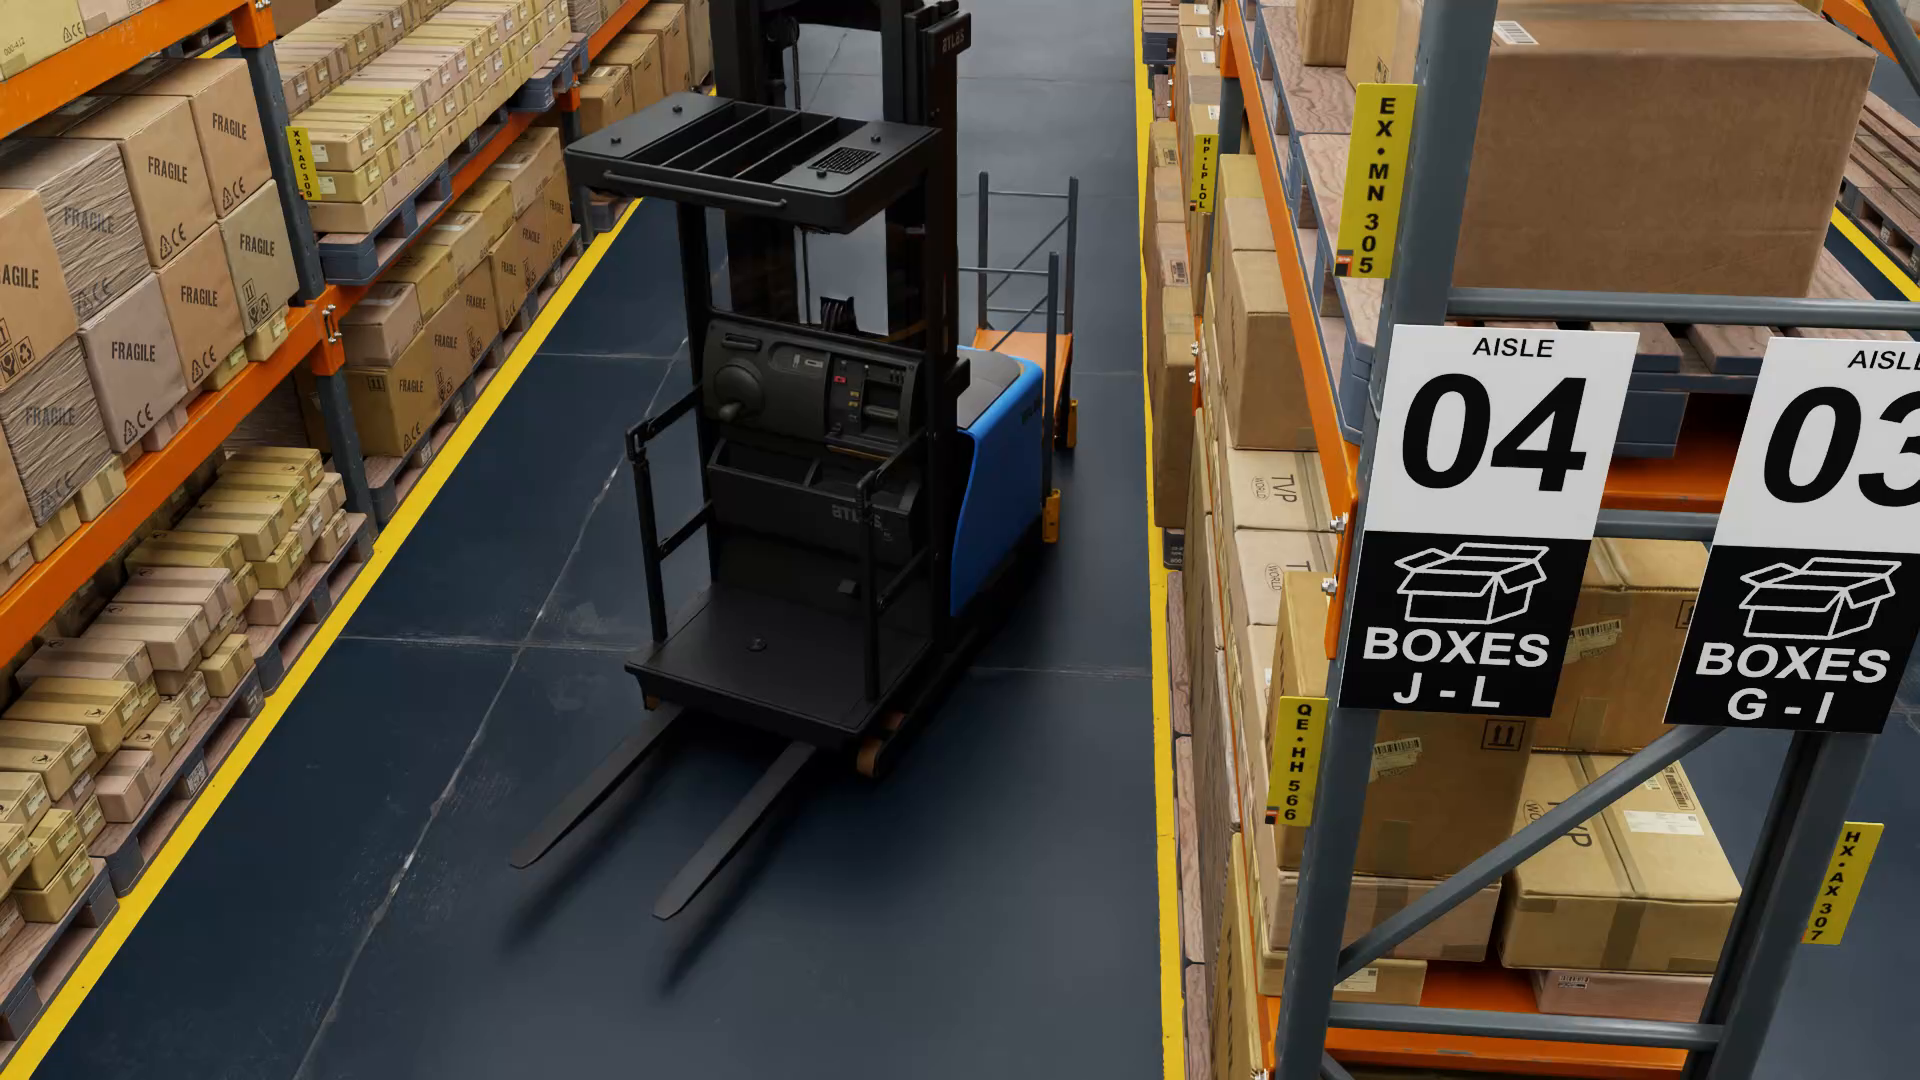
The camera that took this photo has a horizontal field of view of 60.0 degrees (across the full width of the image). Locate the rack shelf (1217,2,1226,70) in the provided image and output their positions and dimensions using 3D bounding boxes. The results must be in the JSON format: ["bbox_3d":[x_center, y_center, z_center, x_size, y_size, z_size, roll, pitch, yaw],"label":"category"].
[{"bbox_3d":[1.705,-3.036,8.145,1.077,0.370,4.000,2,32,4],"label":"rack shelf"}]

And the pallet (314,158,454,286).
[{"bbox_3d":[-3.186,-1.596,8.164,1.003,0.211,1.213,2,32,4],"label":"pallet"}]

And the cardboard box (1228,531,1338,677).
[{"bbox_3d":[1.074,0.213,4.905,0.500,0.250,0.500,1,32,2],"label":"cardboard box"}]

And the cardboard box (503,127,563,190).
[{"bbox_3d":[-2.862,-2.441,10.620,0.500,0.250,0.500,2,32,3],"label":"cardboard box"}]

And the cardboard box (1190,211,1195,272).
[{"bbox_3d":[1.355,-1.577,7.855,0.500,0.500,0.500,3,32,6],"label":"cardboard box"}]

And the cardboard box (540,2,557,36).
[{"bbox_3d":[-2.674,-3.157,10.070,0.380,0.149,0.250,4,32,6],"label":"cardboard box"}]

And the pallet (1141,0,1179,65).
[{"bbox_3d":[1.820,-3.407,11.102,1.213,0.211,1.003,2,32,4],"label":"pallet"}]

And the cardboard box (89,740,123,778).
[{"bbox_3d":[-3.373,0.764,6.185,0.380,0.149,0.250,4,32,7],"label":"cardboard box"}]

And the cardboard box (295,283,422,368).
[{"bbox_3d":[-3.070,-1.094,8.433,0.500,0.250,0.500,1,32,2],"label":"cardboard box"}]

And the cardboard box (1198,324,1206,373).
[{"bbox_3d":[1.186,-0.772,6.884,0.380,0.149,0.250,3,32,4],"label":"cardboard box"}]

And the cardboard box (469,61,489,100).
[{"bbox_3d":[-2.777,-2.487,8.983,0.380,0.149,0.250,2,32,3],"label":"cardboard box"}]

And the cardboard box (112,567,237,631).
[{"bbox_3d":[-3.186,0.238,6.755,0.380,0.149,0.250,1,32,2],"label":"cardboard box"}]

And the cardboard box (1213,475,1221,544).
[{"bbox_3d":[1.081,-0.095,5.784,0.380,0.149,0.250,3,32,5],"label":"cardboard box"}]

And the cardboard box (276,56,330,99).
[{"bbox_3d":[-3.466,-2.369,8.507,0.380,0.149,0.250,1,32,2],"label":"cardboard box"}]

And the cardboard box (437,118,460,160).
[{"bbox_3d":[-2.820,-2.083,8.610,0.380,0.149,0.250,1,32,2],"label":"cardboard box"}]

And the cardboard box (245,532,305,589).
[{"bbox_3d":[-3.116,0.085,7.287,0.380,0.149,0.250,1,32,2],"label":"cardboard box"}]

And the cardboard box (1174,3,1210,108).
[{"bbox_3d":[1.557,-2.912,10.020,0.500,0.500,0.500,3,32,5],"label":"cardboard box"}]

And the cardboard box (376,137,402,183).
[{"bbox_3d":[-2.884,-1.805,7.875,0.380,0.149,0.250,2,32,3],"label":"cardboard box"}]

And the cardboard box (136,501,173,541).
[{"bbox_3d":[-3.681,-0.056,7.231,0.380,0.149,0.250,2,32,3],"label":"cardboard box"}]

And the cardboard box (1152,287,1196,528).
[{"bbox_3d":[1.574,-0.630,8.038,1.225,0.875,0.875,3,32,4],"label":"cardboard box"}]

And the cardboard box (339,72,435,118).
[{"bbox_3d":[-2.840,-2.206,8.243,0.380,0.149,0.250,2,32,3],"label":"cardboard box"}]

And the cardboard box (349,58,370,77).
[{"bbox_3d":[-3.429,-2.516,9.029,0.380,0.149,0.250,4,32,6],"label":"cardboard box"}]

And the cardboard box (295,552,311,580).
[{"bbox_3d":[-3.190,0.102,7.542,0.380,0.149,0.250,3,32,5],"label":"cardboard box"}]

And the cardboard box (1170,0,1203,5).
[{"bbox_3d":[1.818,-3.913,11.245,0.700,0.500,0.500,7,32,11],"label":"cardboard box"}]

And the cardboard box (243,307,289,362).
[{"bbox_3d":[-3.096,-0.879,7.057,0.380,0.149,0.250,2,32,3],"label":"cardboard box"}]

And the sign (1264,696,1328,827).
[{"bbox_3d":[0.677,0.448,3.335,0.100,0.325,0.005,2,32,4],"label":"sign"}]

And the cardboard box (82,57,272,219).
[{"bbox_3d":[-3.162,-1.622,6.691,0.500,0.500,0.500,1,32,2],"label":"cardboard box"}]

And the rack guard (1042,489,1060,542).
[{"bbox_3d":[0.198,-0.140,8.240,0.587,0.250,0.087,4,32,7],"label":"rack guard"}]

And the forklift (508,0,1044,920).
[{"bbox_3d":[-0.682,-0.548,6.346,1.130,2.935,3.031,14,34,21],"label":"forklift"}]

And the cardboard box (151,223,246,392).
[{"bbox_3d":[-3.194,-0.917,6.501,0.500,0.500,0.500,2,32,3],"label":"cardboard box"}]

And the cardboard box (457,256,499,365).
[{"bbox_3d":[-2.998,-1.326,9.524,0.500,0.500,0.500,3,32,5],"label":"cardboard box"}]

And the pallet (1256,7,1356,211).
[{"bbox_3d":[1.363,-1.196,4.556,1.003,0.211,1.213,2,32,4],"label":"pallet"}]

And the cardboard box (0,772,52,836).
[{"bbox_3d":[-3.349,0.920,5.647,0.380,0.149,0.250,1,32,2],"label":"cardboard box"}]

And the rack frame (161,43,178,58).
[{"bbox_3d":[-7.684,-5.626,14.521,1.000,3.000,0.127,2,32,4],"label":"rack frame"}]

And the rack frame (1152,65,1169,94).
[{"bbox_3d":[2.193,-5.203,13.834,1.000,3.000,0.127,2,32,4],"label":"rack frame"}]

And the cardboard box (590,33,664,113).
[{"bbox_3d":[-2.861,-3.369,12.602,1.050,0.750,0.750,3,32,5],"label":"cardboard box"}]

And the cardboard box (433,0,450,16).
[{"bbox_3d":[-3.327,-3.189,10.121,0.380,0.149,0.250,4,32,6],"label":"cardboard box"}]

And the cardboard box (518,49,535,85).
[{"bbox_3d":[-2.716,-2.776,9.735,0.380,0.149,0.250,2,32,3],"label":"cardboard box"}]

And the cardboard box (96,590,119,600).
[{"bbox_3d":[-3.682,0.206,7.091,0.380,0.149,0.250,1,32,1],"label":"cardboard box"}]

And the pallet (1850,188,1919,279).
[{"bbox_3d":[6.906,-2.116,11.483,1.003,0.211,1.213,2,32,4],"label":"pallet"}]

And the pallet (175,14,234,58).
[{"bbox_3d":[-7.664,-4.792,15.825,1.003,0.211,1.213,2,32,4],"label":"pallet"}]

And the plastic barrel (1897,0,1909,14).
[{"bbox_3d":[6.738,-3.949,11.669,0.433,0.535,0.433,0,32,0],"label":"plastic barrel"}]

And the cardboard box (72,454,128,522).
[{"bbox_3d":[-3.239,-0.198,5.951,0.380,0.149,0.250,3,32,5],"label":"cardboard box"}]

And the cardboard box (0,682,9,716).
[{"bbox_3d":[-3.774,0.623,6.131,0.380,0.149,0.250,1,32,2],"label":"cardboard box"}]

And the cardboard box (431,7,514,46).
[{"bbox_3d":[-2.738,-2.892,9.355,0.380,0.149,0.250,2,32,4],"label":"cardboard box"}]

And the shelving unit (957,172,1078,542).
[{"bbox_3d":[0.270,-0.931,8.331,0.587,1.500,1.083,4,32,7],"label":"shelving unit"}]

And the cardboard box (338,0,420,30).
[{"bbox_3d":[-3.364,-3.061,9.630,0.380,0.149,0.250,1,32,2],"label":"cardboard box"}]

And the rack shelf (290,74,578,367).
[{"bbox_3d":[-3.230,-2.024,9.361,1.077,0.370,4.000,2,32,4],"label":"rack shelf"}]

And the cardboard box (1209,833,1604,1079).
[{"bbox_3d":[1.189,1.459,4.648,0.875,0.875,0.875,2,32,4],"label":"cardboard box"}]

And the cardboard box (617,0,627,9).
[{"bbox_3d":[-2.682,-4.172,12.065,0.500,0.500,0.500,2,32,4],"label":"cardboard box"}]

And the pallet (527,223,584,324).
[{"bbox_3d":[-3.133,-1.781,10.938,1.003,0.211,1.213,2,32,4],"label":"pallet"}]

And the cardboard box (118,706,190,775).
[{"bbox_3d":[-3.245,0.772,6.455,0.380,0.149,0.250,2,32,4],"label":"cardboard box"}]

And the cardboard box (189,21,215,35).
[{"bbox_3d":[-7.367,-4.932,15.614,0.500,0.250,0.500,1,32,2],"label":"cardboard box"}]

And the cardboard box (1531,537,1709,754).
[{"bbox_3d":[1.565,0.189,4.229,0.500,0.500,0.500,2,32,3],"label":"cardboard box"}]

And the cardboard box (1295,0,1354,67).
[{"bbox_3d":[1.306,-1.601,4.538,0.700,0.500,0.500,4,32,6],"label":"cardboard box"}]

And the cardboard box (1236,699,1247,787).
[{"bbox_3d":[0.980,0.580,4.689,0.380,0.149,0.250,3,32,5],"label":"cardboard box"}]
